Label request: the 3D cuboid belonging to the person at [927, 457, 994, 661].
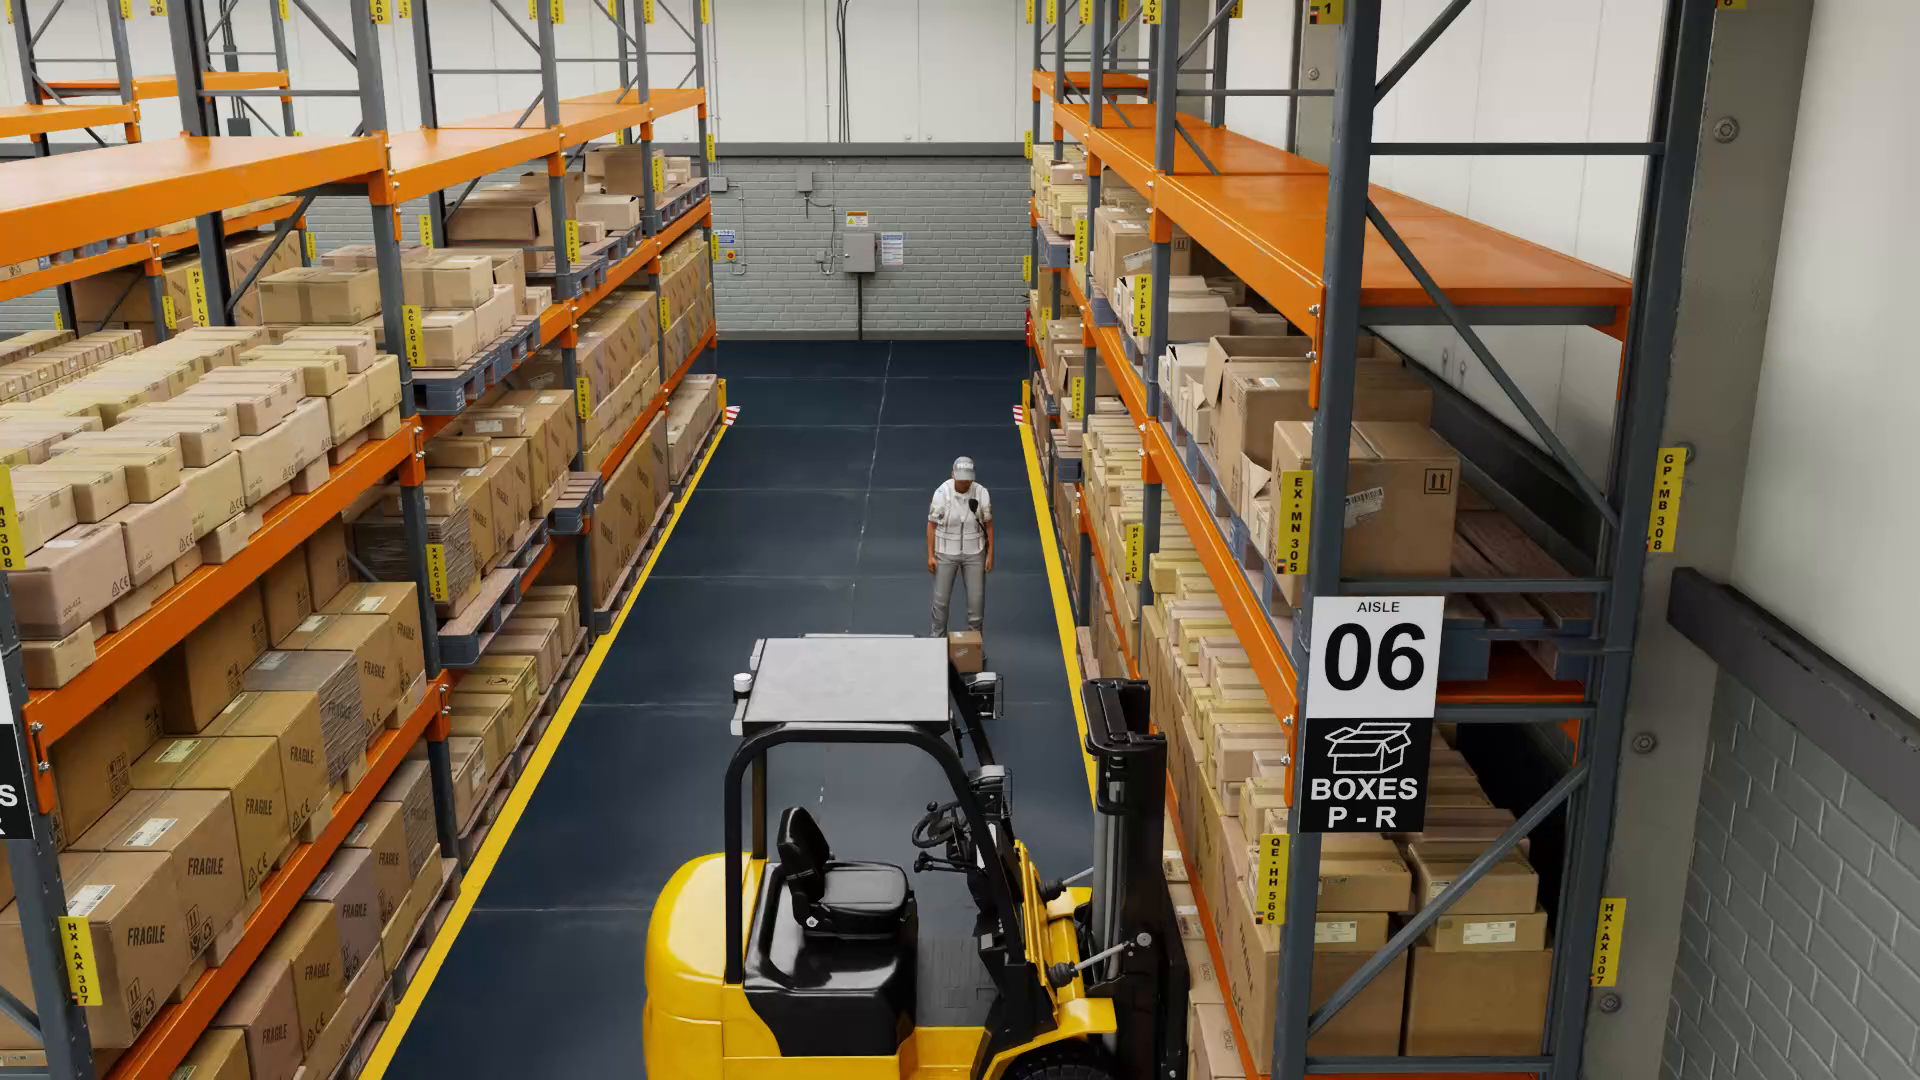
[{"bbox_3d":[-0.005,0.141,13.081,0.554,1.666,0.458,-1,17,-4],"label":"person"}]
